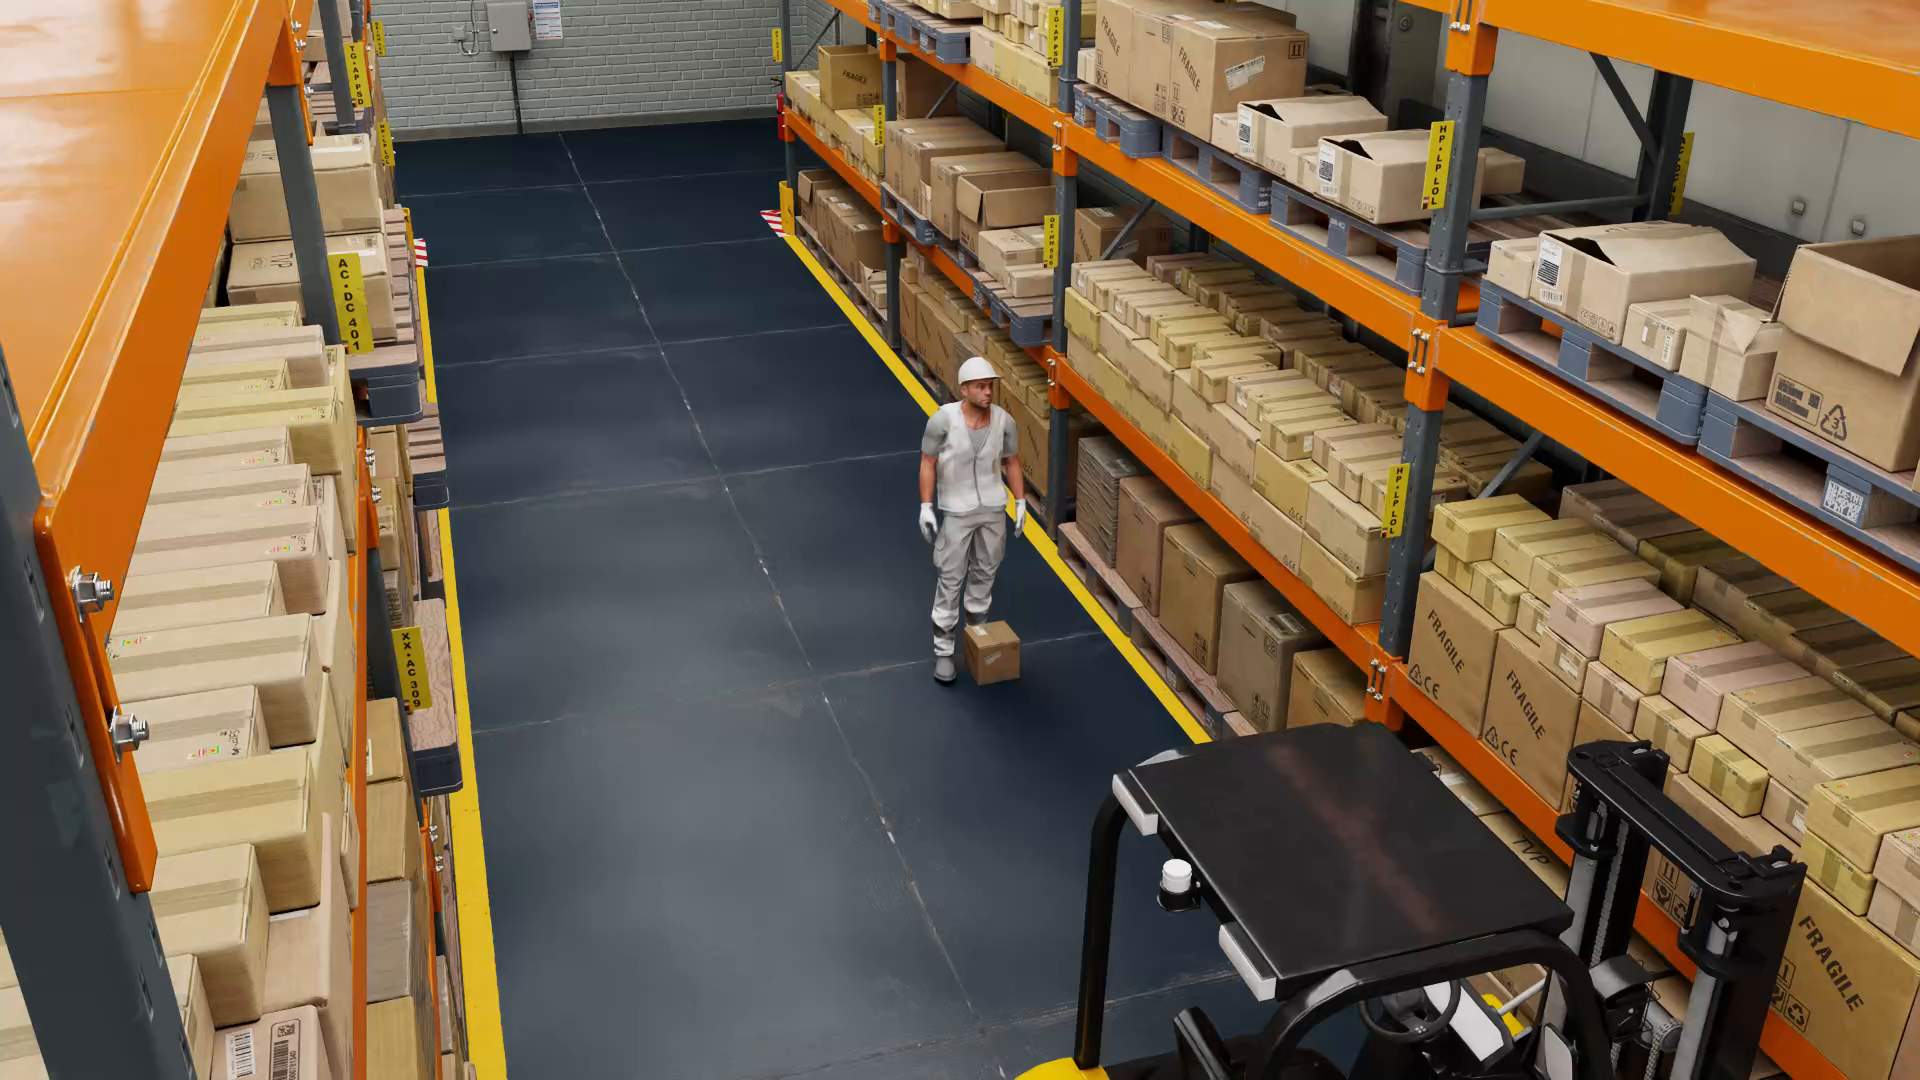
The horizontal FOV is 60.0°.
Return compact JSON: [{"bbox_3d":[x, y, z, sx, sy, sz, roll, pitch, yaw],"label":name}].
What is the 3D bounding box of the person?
[{"bbox_3d":[0.090,-0.129,9.329,0.637,1.787,0.564,-8,27,-16],"label":"person"}]
